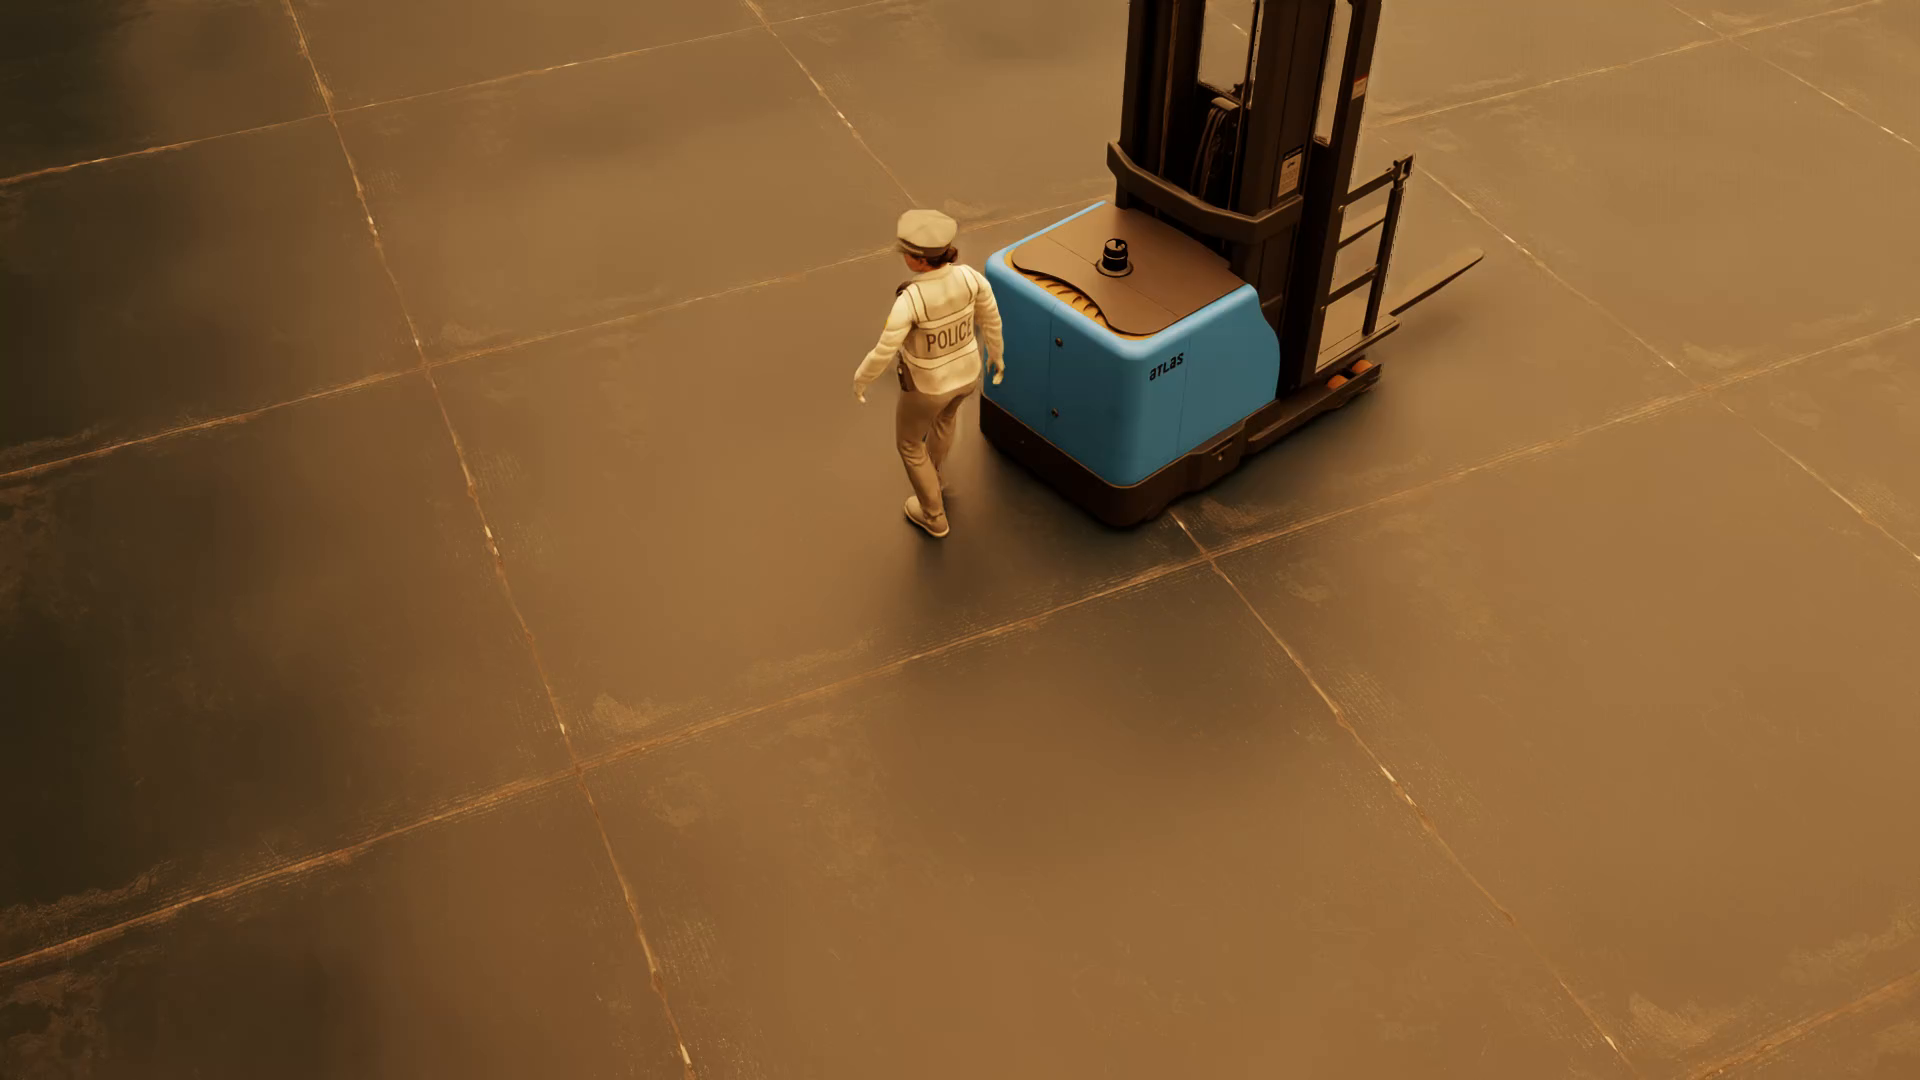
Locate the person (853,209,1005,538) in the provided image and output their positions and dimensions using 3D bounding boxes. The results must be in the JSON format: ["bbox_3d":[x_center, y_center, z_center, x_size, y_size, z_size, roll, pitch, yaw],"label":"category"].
[{"bbox_3d":[-0.189,-0.802,7.497,0.697,1.620,0.623,-27,49,-26],"label":"person"}]

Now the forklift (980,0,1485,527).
[{"bbox_3d":[1.545,-1.997,7.820,3.031,2.935,1.130,-31,51,-29],"label":"forklift"}]
